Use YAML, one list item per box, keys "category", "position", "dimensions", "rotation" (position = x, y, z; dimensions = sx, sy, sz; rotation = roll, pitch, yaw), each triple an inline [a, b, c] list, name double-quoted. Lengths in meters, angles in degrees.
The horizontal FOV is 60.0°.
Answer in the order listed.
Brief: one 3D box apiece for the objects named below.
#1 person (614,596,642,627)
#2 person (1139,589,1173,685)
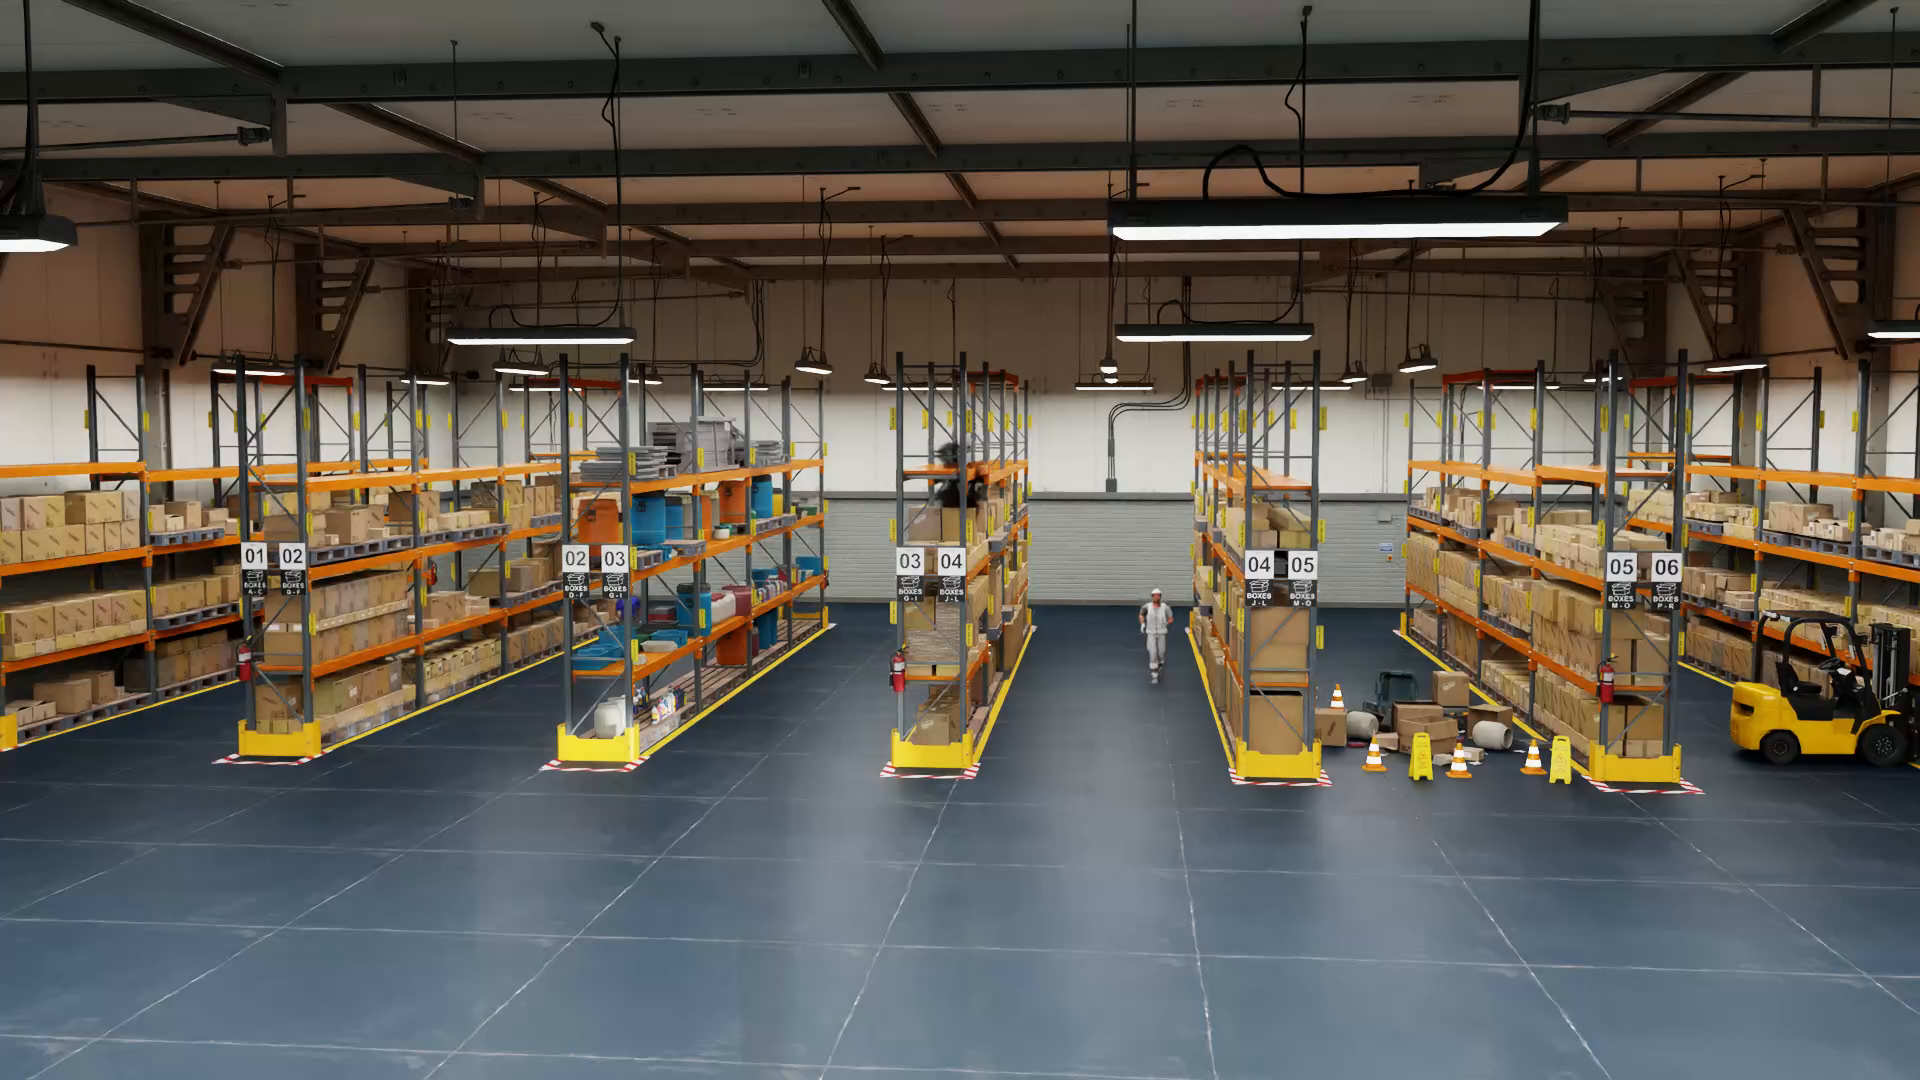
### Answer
- category: "person"
  position: [-6.848, 1.754, 34.351]
  dimensions: [0.579, 1.659, 0.859]
  rotation: [0, 4, -6]
- category: "person"
  position: [3.774, 1.828, 31.981]
  dimensions: [0.651, 1.796, 0.862]
  rotation: [0, 4, 5]
